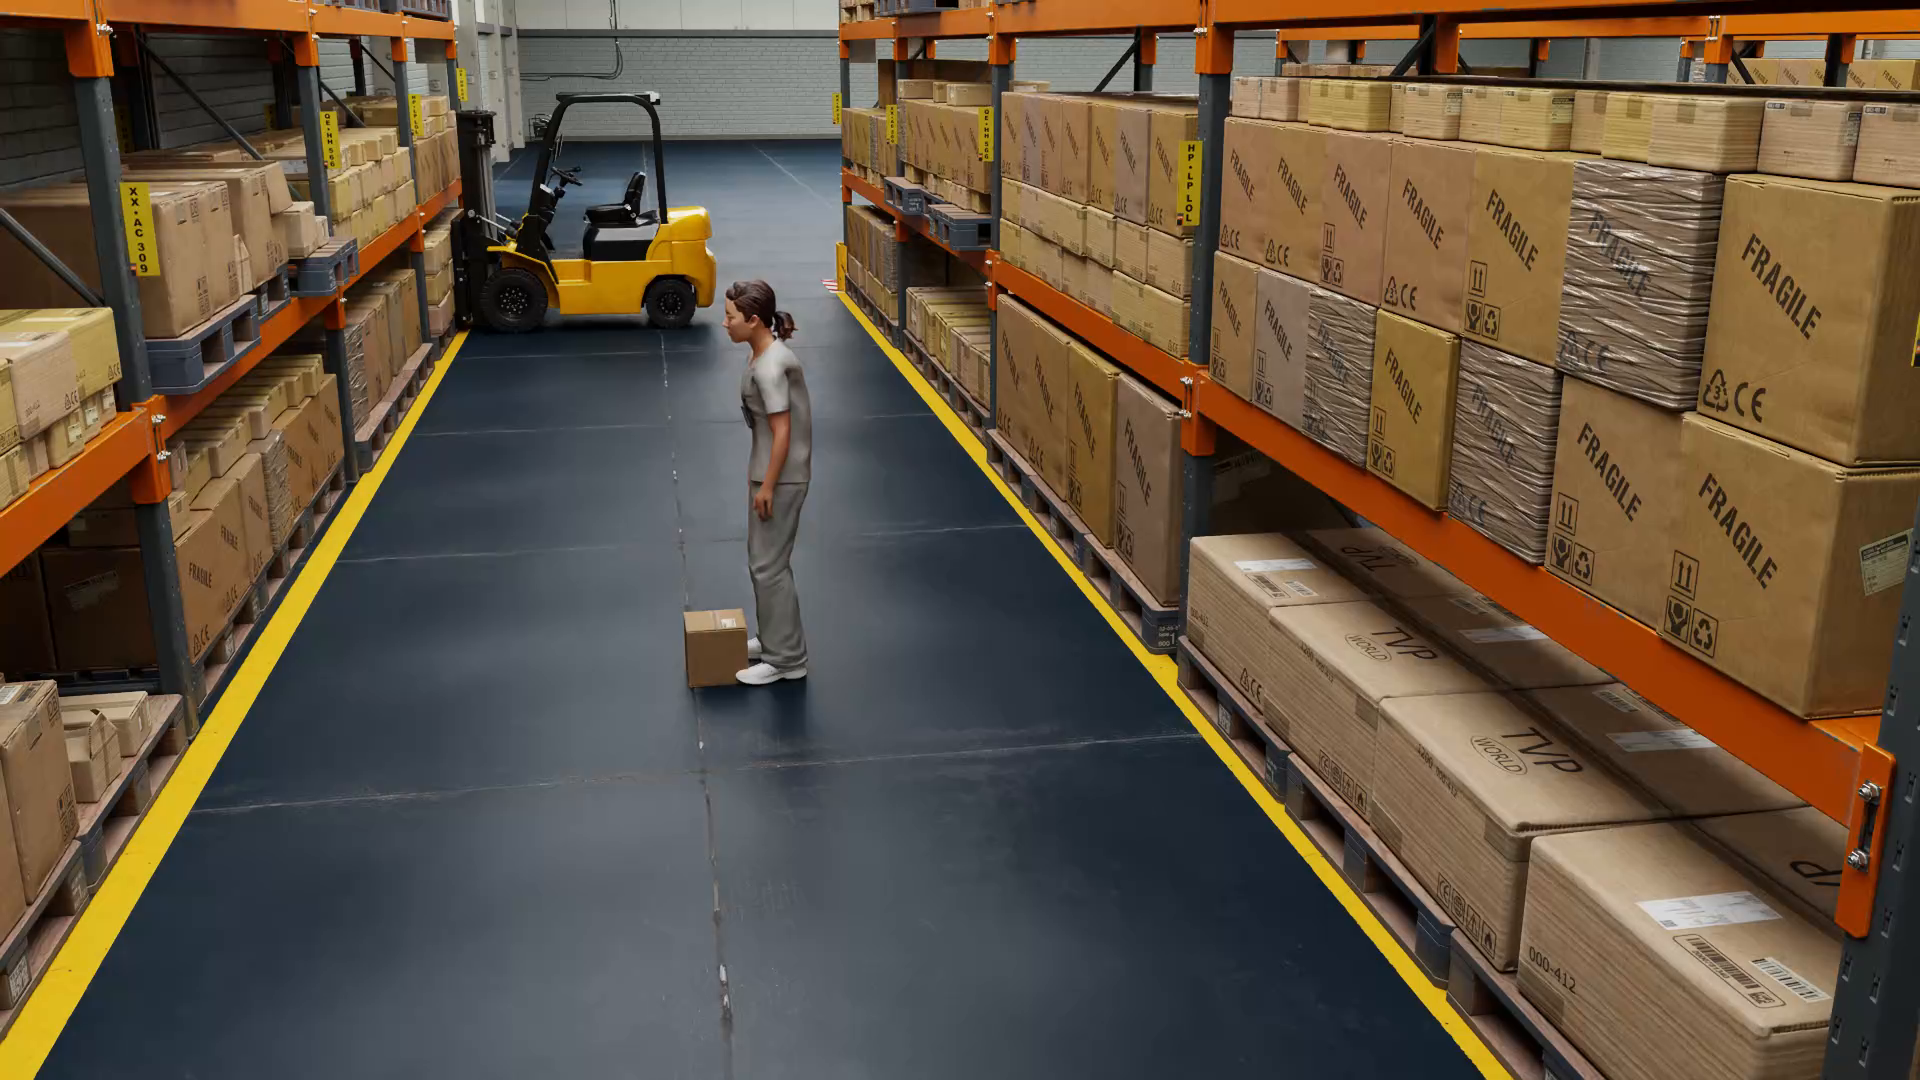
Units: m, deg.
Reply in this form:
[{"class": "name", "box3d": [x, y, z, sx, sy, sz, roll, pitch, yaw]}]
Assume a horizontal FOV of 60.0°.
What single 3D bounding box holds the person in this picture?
[{"class": "person", "box3d": [-0.789, -0.245, 6.869, 0.359, 1.673, 0.485, -3, 17, -10]}]
